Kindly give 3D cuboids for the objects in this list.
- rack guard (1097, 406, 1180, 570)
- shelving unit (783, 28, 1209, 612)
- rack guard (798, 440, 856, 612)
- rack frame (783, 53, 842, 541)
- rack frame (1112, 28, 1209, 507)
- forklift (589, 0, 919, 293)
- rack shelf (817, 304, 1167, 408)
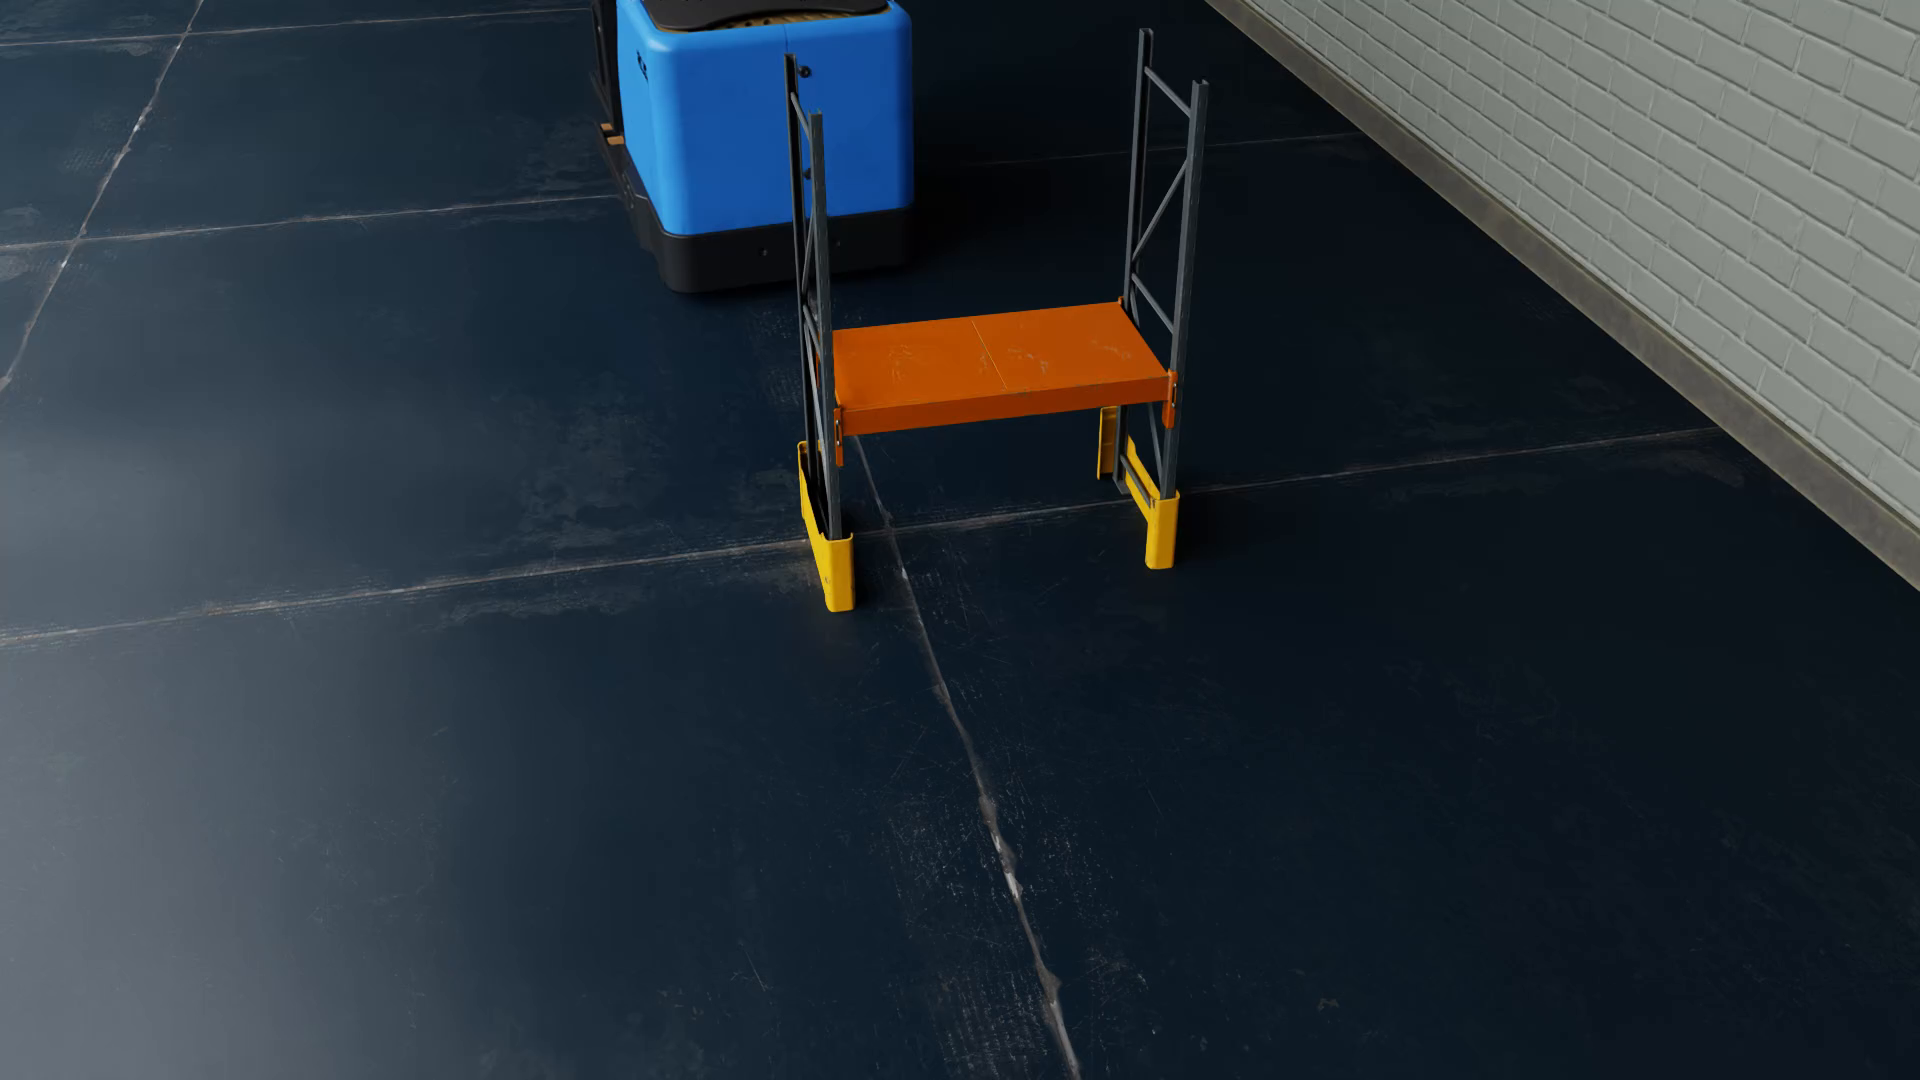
[{"bbox_3d":[0.560,-0.174,5.286,0.087,0.250,0.587,-7,35,-11],"label":"rack guard"},{"bbox_3d":[0.074,-0.632,4.846,1.083,1.500,0.587,-7,35,-11],"label":"shelving unit"},{"bbox_3d":[-0.411,-0.052,5.103,0.087,0.250,0.587,-7,35,-11],"label":"rack guard"},{"bbox_3d":[-0.413,-0.571,4.755,0.032,1.500,0.500,-7,35,-11],"label":"rack frame"},{"bbox_3d":[0.579,-0.696,4.941,0.032,1.500,0.500,-7,35,-11],"label":"rack frame"},{"bbox_3d":[-16.082,-3.013,7.109,29.544,2.935,12.453,-10,35,-15],"label":"forklift"},{"bbox_3d":[0.083,-0.539,4.911,0.952,0.026,0.459,-7,35,-11],"label":"rack shelf"}]
